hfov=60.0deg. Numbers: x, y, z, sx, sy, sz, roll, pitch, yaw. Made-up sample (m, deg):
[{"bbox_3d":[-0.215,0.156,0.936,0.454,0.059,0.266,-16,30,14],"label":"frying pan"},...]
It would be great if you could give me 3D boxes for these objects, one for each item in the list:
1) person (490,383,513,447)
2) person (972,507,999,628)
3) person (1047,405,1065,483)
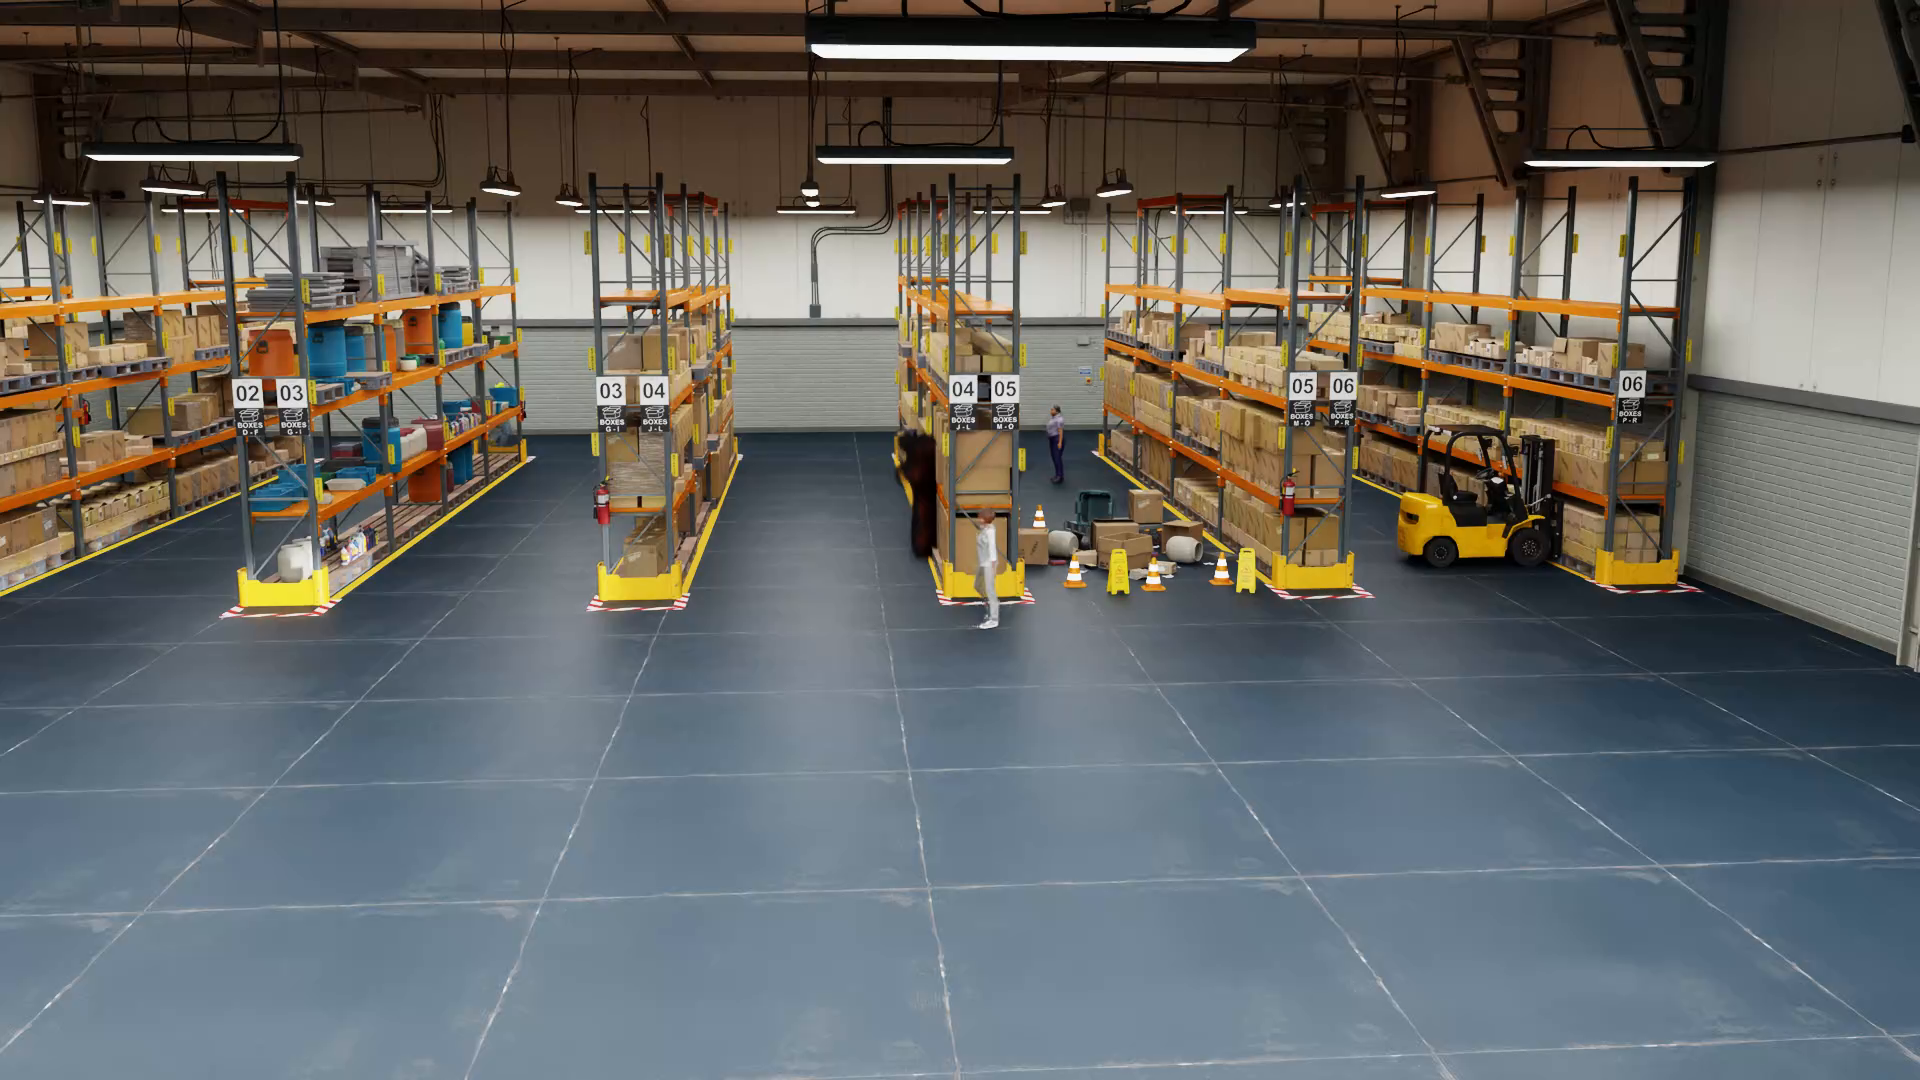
[{"bbox_3d":[-11.143,-2.947,40.268,0.581,1.741,0.577,0,10,0],"label":"person"},{"bbox_3d":[0.367,0.345,22.072,0.354,1.603,0.485,-2,10,-10],"label":"person"},{"bbox_3d":[2.060,-2.086,35.763,0.354,1.654,0.552,-2,10,-13],"label":"person"}]
